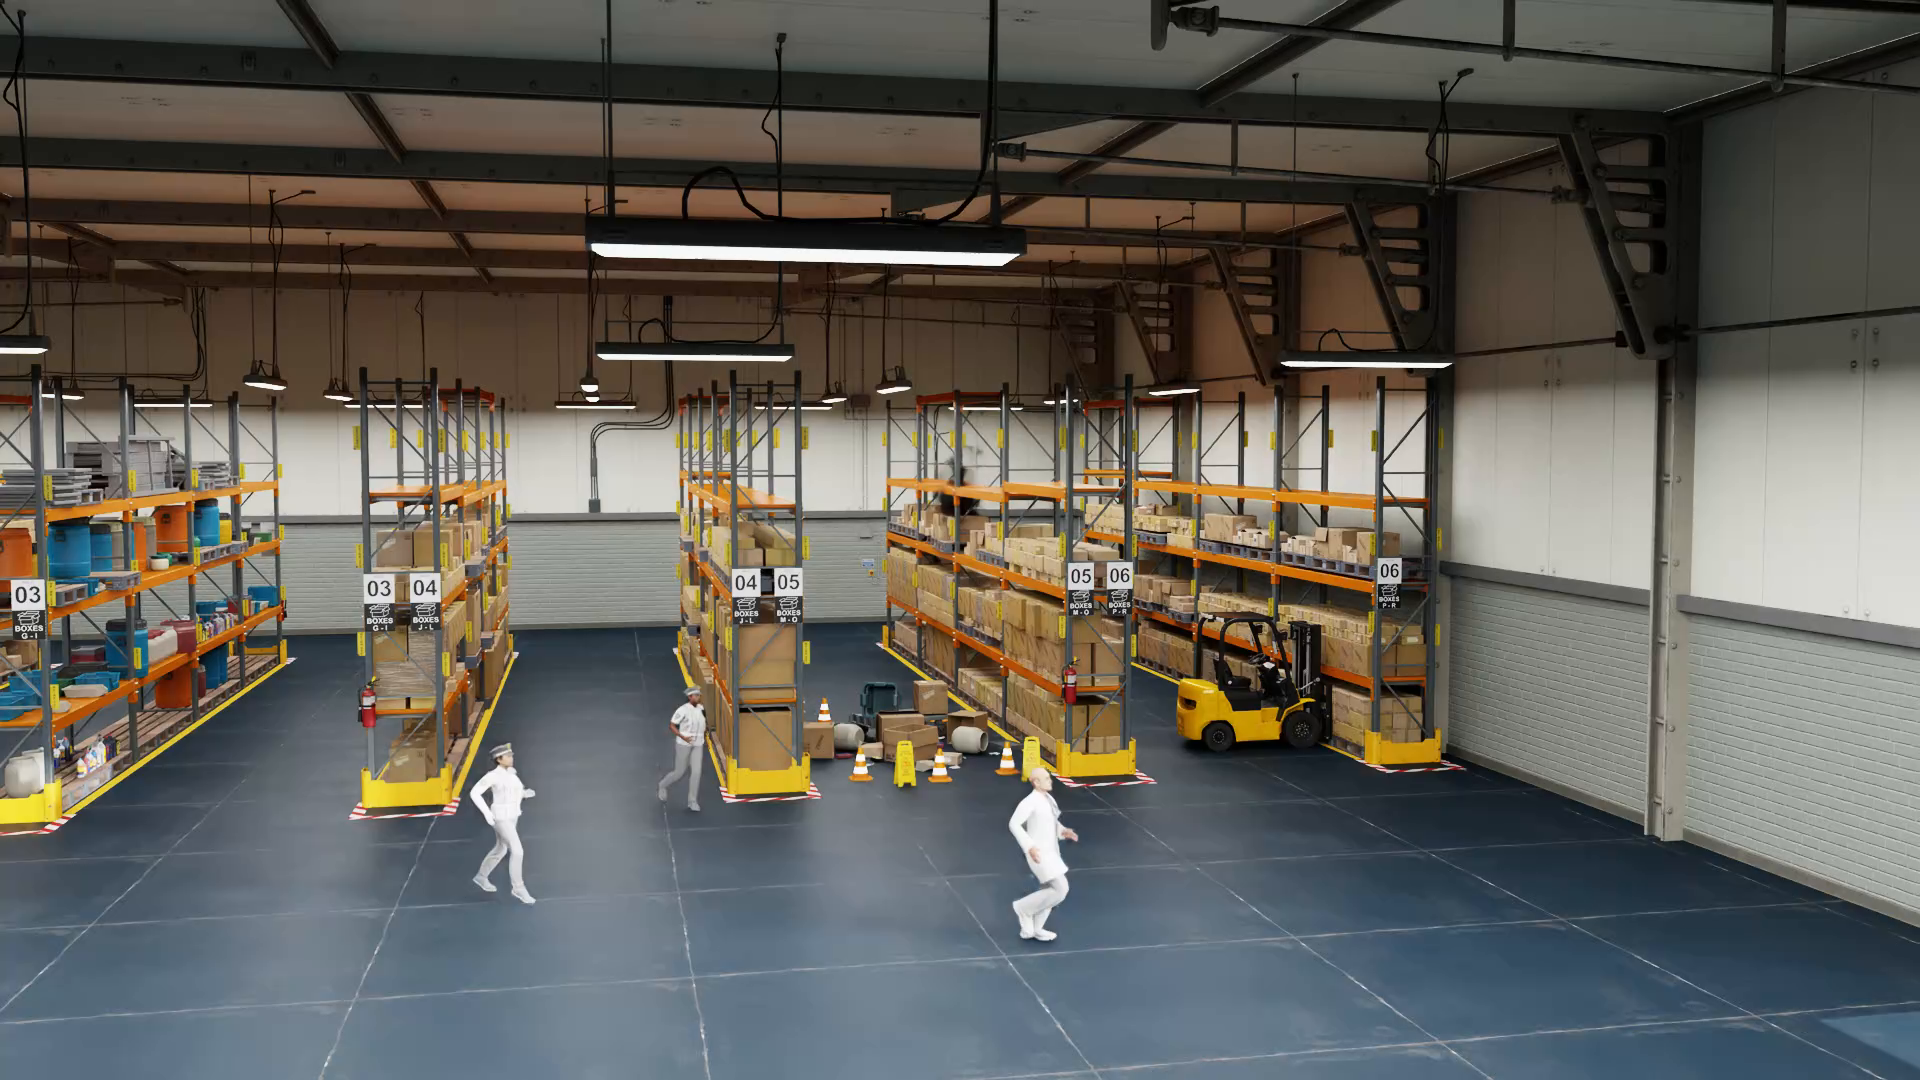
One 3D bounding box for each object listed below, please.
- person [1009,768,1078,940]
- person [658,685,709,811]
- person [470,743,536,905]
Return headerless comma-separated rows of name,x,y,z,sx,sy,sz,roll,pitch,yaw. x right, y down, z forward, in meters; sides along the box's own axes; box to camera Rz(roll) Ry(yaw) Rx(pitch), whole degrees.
person,0.864,3.142,16.608,0.626,1.732,0.699,1,4,20
person,-3.682,2.814,22.780,0.650,1.650,0.880,-3,5,-43
person,-4.973,3.069,18.103,0.807,1.742,0.587,1,3,12
